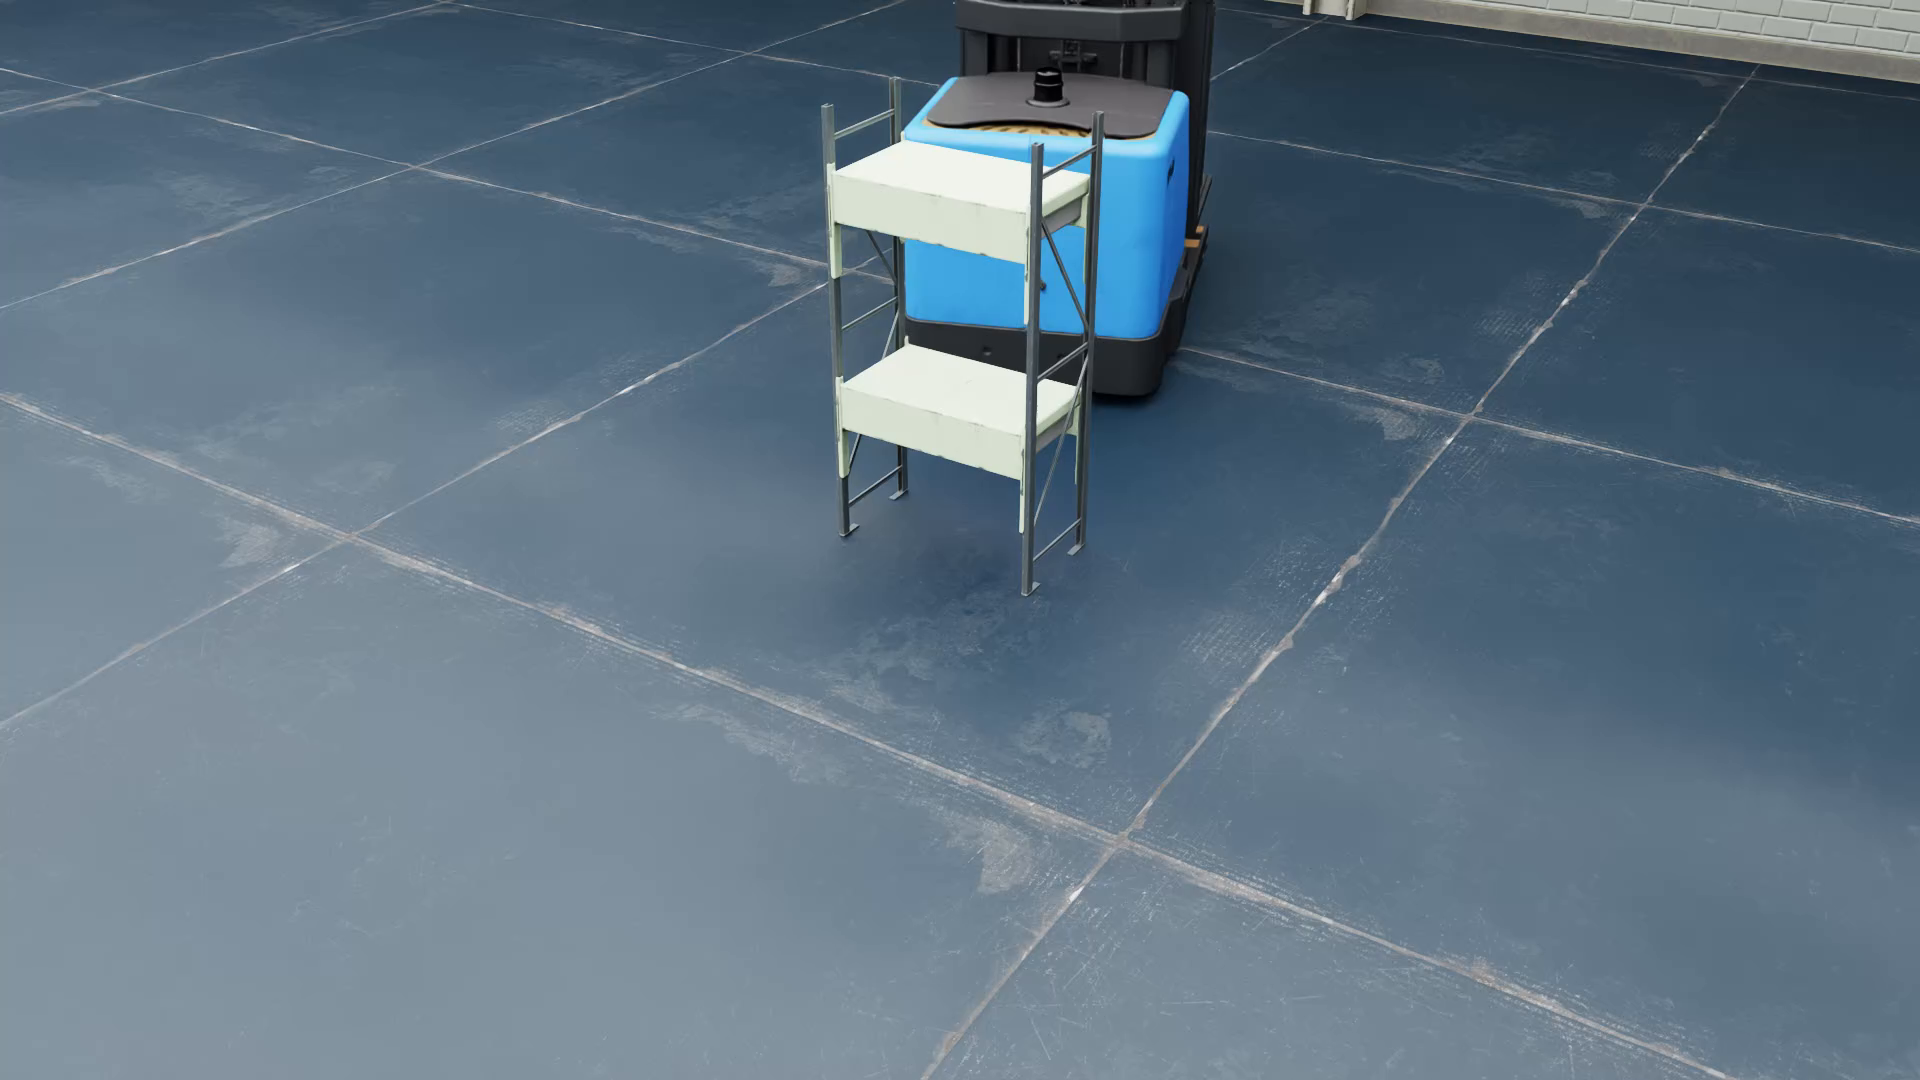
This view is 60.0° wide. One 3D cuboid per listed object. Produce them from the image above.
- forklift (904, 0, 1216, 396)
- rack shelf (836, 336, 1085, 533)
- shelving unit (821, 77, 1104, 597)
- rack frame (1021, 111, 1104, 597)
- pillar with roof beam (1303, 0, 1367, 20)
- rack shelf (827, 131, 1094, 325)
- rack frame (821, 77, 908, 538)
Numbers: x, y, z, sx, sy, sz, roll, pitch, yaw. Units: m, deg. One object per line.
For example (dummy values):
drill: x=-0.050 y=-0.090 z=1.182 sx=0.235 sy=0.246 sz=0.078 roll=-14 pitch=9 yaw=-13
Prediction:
forklift: x=0.593 y=-2.566 z=7.240 sx=1.130 sy=2.935 sz=3.031 roll=7 pitch=31 yaw=11
rack shelf: x=0.006 y=-0.364 z=5.533 sx=0.720 sy=0.370 sz=0.431 roll=18 pitch=35 yaw=27
shelving unit: x=0.006 y=-0.646 z=5.369 sx=0.755 sy=1.500 sz=0.431 roll=18 pitch=35 yaw=27
rack frame: x=0.316 y=-0.548 z=5.201 sx=0.023 sy=1.500 sz=0.400 roll=18 pitch=35 yaw=27
pillar with roof beam: x=0.548 y=-6.038 z=7.170 sx=0.400 sy=9.000 sz=9.100 roll=18 pitch=35 yaw=27
rack shelf: x=0.006 y=-0.983 z=5.172 sx=0.720 sy=0.370 sz=0.431 roll=18 pitch=35 yaw=27
rack frame: x=-0.304 y=-0.744 z=5.537 sx=0.023 sy=1.500 sz=0.400 roll=18 pitch=35 yaw=27
